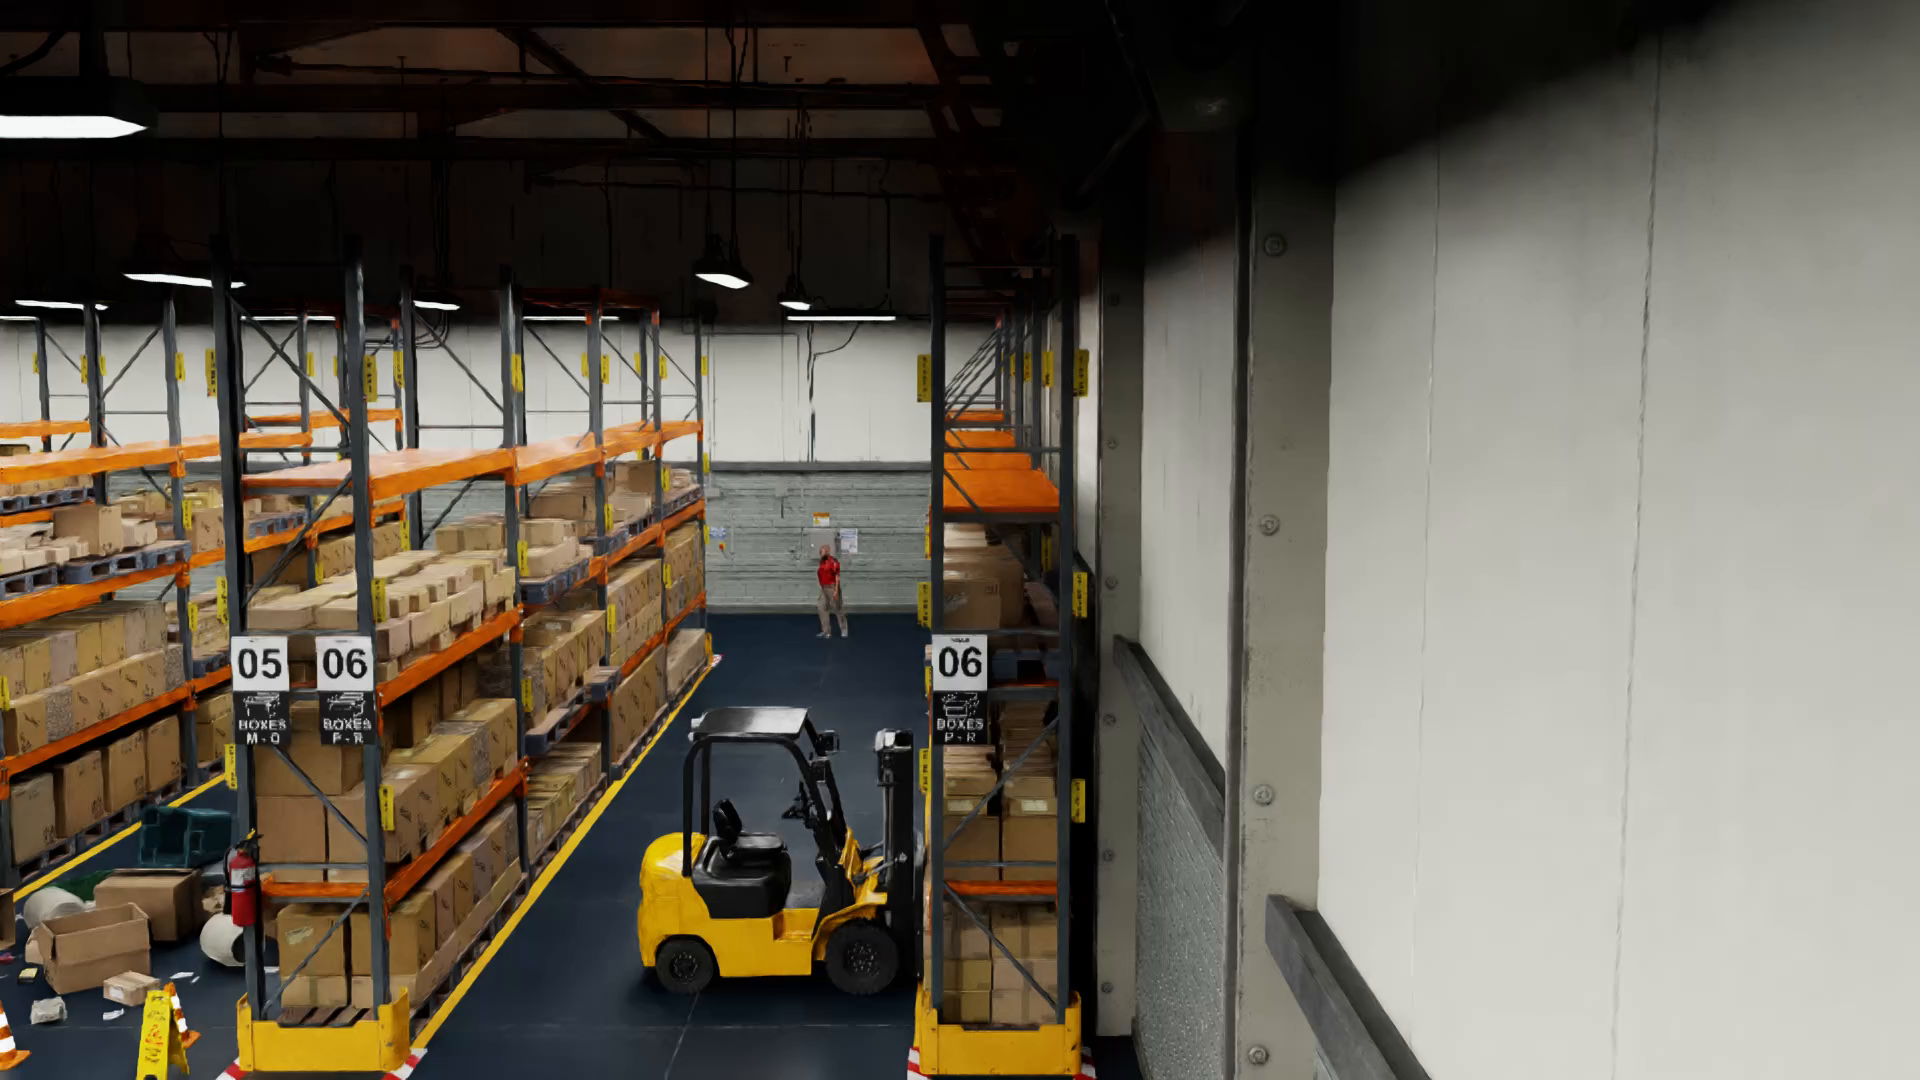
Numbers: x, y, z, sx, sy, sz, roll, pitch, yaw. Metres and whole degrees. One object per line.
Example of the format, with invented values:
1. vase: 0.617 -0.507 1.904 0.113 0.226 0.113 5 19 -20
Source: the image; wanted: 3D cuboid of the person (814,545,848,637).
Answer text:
1. person: -2.368 0.933 30.667 0.603 1.714 0.579 -6 8 -42
